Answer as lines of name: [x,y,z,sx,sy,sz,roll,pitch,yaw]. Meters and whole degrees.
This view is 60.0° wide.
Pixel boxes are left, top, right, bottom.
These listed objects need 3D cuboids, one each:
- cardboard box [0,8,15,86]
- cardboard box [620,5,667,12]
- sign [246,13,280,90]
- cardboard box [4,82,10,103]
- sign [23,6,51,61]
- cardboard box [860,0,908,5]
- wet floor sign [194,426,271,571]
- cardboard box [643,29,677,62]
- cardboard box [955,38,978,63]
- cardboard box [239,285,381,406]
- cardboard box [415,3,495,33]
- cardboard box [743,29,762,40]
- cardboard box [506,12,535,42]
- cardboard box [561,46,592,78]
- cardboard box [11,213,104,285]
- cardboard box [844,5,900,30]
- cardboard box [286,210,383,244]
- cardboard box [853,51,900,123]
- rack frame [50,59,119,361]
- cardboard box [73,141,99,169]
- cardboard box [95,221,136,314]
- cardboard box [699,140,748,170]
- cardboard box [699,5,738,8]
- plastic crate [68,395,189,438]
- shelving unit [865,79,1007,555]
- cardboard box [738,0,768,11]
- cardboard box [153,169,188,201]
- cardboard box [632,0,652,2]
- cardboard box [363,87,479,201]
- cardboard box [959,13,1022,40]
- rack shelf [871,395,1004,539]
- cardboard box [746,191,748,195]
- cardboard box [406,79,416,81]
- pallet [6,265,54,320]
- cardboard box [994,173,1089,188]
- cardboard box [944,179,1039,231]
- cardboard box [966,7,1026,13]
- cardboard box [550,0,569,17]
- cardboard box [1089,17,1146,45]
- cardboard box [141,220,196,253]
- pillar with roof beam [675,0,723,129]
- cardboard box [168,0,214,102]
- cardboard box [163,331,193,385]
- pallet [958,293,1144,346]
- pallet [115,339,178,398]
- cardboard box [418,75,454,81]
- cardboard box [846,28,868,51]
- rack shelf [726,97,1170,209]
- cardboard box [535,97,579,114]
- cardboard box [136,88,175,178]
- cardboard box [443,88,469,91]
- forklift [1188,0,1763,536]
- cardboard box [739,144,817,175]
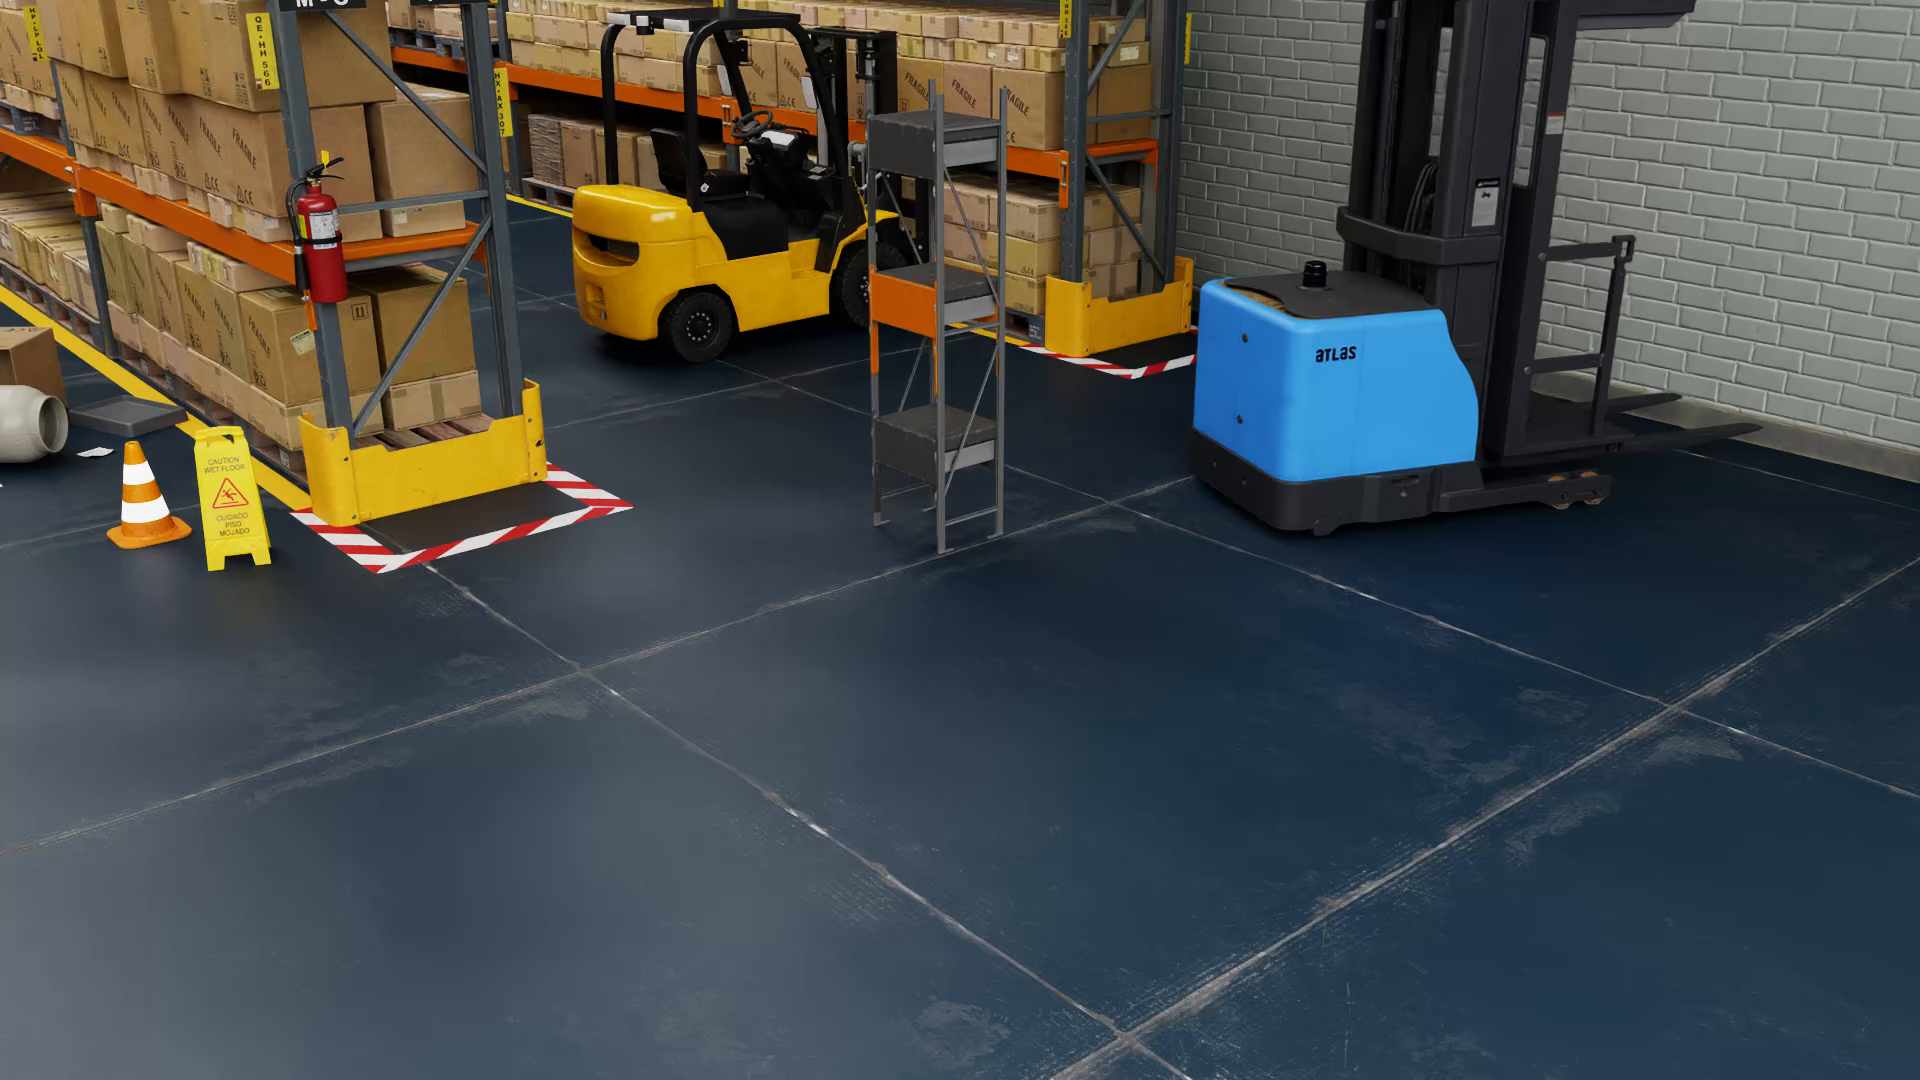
cardboard box: [-6.413,-3.455,11.571,0.500,0.500,0.500,-16,27,-36]
cardboard box: [-2.771,-4.639,14.689,0.380,0.149,0.250,-17,27,-37]
sign: [-3.104,-2.175,7.403,0.100,0.325,0.005,-17,27,-37]
cardboard box: [-6.481,-3.161,11.710,0.380,0.149,0.250,-17,27,-37]
sign: [-5.699,-3.127,10.266,0.100,0.325,0.005,-17,27,-37]
cardboard box: [-0.560,-4.171,13.085,0.380,0.149,0.250,-18,28,-38]
wet floor sign: [-3.357,-0.212,7.640,0.267,0.644,0.232,-8,23,-19]
cardboard box: [-2.379,-4.281,14.322,0.500,0.250,0.500,-18,28,-39]
cardboard box: [0.184,-3.397,11.517,0.380,0.149,0.250,-18,27,-38]
cardboard box: [-3.390,-1.039,8.690,0.500,0.500,0.500,-17,27,-37]
cardboard box: [-5.340,-5.659,17.602,0.797,0.503,0.637,-18,28,-39]
cardboard box: [-1.514,-4.101,13.315,0.380,0.149,0.250,-18,28,-38]
cardboard box: [-4.048,-4.985,16.118,0.500,0.250,0.500,-17,27,-37]
cardboard box: [-3.363,-4.477,15.507,0.500,0.250,0.500,-19,28,-39]
cardboard box: [-6.552,-2.226,12.583,0.950,0.372,0.625,-16,27,-36]
cardboard box: [-0.639,-3.895,12.380,0.380,0.149,0.250,-18,27,-38]
cardboard box: [-3.076,-1.551,8.175,0.380,0.149,0.250,-16,27,-36]
cardboard box: [-0.435,-3.341,12.265,0.500,0.500,0.500,-17,27,-37]
rack frame: [-5.281,-2.721,10.817,1.000,3.000,0.127,-17,27,-37]
cardboard box: [-5.318,-2.440,10.446,0.380,0.149,0.250,-18,27,-38]
cardboard box: [-5.100,-1.758,10.525,0.500,0.500,0.500,-16,26,-35]
cardboard box: [-1.872,-3.135,14.554,0.875,0.625,0.625,-16,26,-35]
cardboard box: [-2.070,-4.621,14.644,0.380,0.149,0.250,-18,28,-38]
plastic crate: [-4.877,-0.732,9.744,0.583,0.080,0.402,12,24,27]
shelving unit: [-0.108,-1.023,7.718,0.431,2.100,0.503,-17,27,-37]
cardboard box: [-1.540,-4.232,13.241,0.380,0.149,0.250,-17,27,-36]
cardboard box: [-4.305,-2.022,9.377,0.380,0.149,0.250,-18,27,-38]
cardboard box: [-2.839,-4.992,15.591,0.380,0.149,0.250,-18,28,-38]
cardboard box: [-2.769,-1.997,8.426,0.500,0.500,0.500,-18,28,-38]
cardboard box: [0.212,-3.547,11.493,0.380,0.149,0.250,-17,27,-37]
rack shelf: [-0.108,-0.359,7.978,0.431,0.518,0.480,-17,27,-37]
cardboard box: [-1.441,-2.844,13.641,0.500,0.250,0.500,-18,27,-38]
cardboard box: [-6.473,-5.227,19.178,0.380,0.149,0.250,-18,28,-39]
pallet: [-6.591,-1.974,12.735,1.003,0.211,1.213,-17,27,-37]
cardboard box: [0.589,-2.494,12.062,0.500,0.250,0.500,-17,27,-37]
cardboard box: [0.213,-2.372,11.749,0.500,0.250,0.500,-17,27,-36]
cardboard box: [0.264,-3.813,12.173,0.380,0.149,0.250,-18,28,-39]
cardboard box: [-3.607,-4.991,15.588,0.380,0.149,0.250,-17,27,-37]
cardboard box: [1.031,-3.429,11.191,0.380,0.149,0.250,-18,28,-38]
cardboard box: [-4.549,-1.796,9.732,0.380,0.149,0.250,-16,26,-34]
pillar with roof beam: [-5.862,-6.631,12.576,9.100,9.000,0.400,-17,27,-37]
cardboard box: [-3.493,-2.497,8.330,0.700,0.500,0.500,-17,27,-37]
cardboard box: [-4.395,-1.118,9.919,0.500,0.250,0.500,-18,28,-38]
pallet: [0.557,-1.701,12.037,1.003,0.211,1.213,-17,27,-37]
pallet: [-4.816,-1.245,10.873,1.003,0.211,1.213,-17,27,-37]
cardboard box: [-6.111,-5.343,19.474,0.380,0.149,0.250,-17,27,-37]
cardboard box: [-0.701,-3.741,12.395,0.380,0.149,0.250,-19,28,-39]
rack shelf: [-0.218,-3.016,12.557,1.077,0.370,4.000,-17,27,-37]
cardboard box: [-4.238,-4.560,17.476,0.380,0.149,0.250,-16,26,-35]
cardboard box: [-4.197,-2.308,9.218,0.500,0.500,0.500,-17,27,-37]
cardboard box: [-5.614,-4.871,18.270,0.380,0.149,0.250,-17,27,-37]
forklift: [2.771,-1.693,8.288,3.031,2.935,1.130,-7,23,-18]
cardboard box: [-1.445,-3.076,13.547,0.500,0.250,0.500,-18,28,-38]
